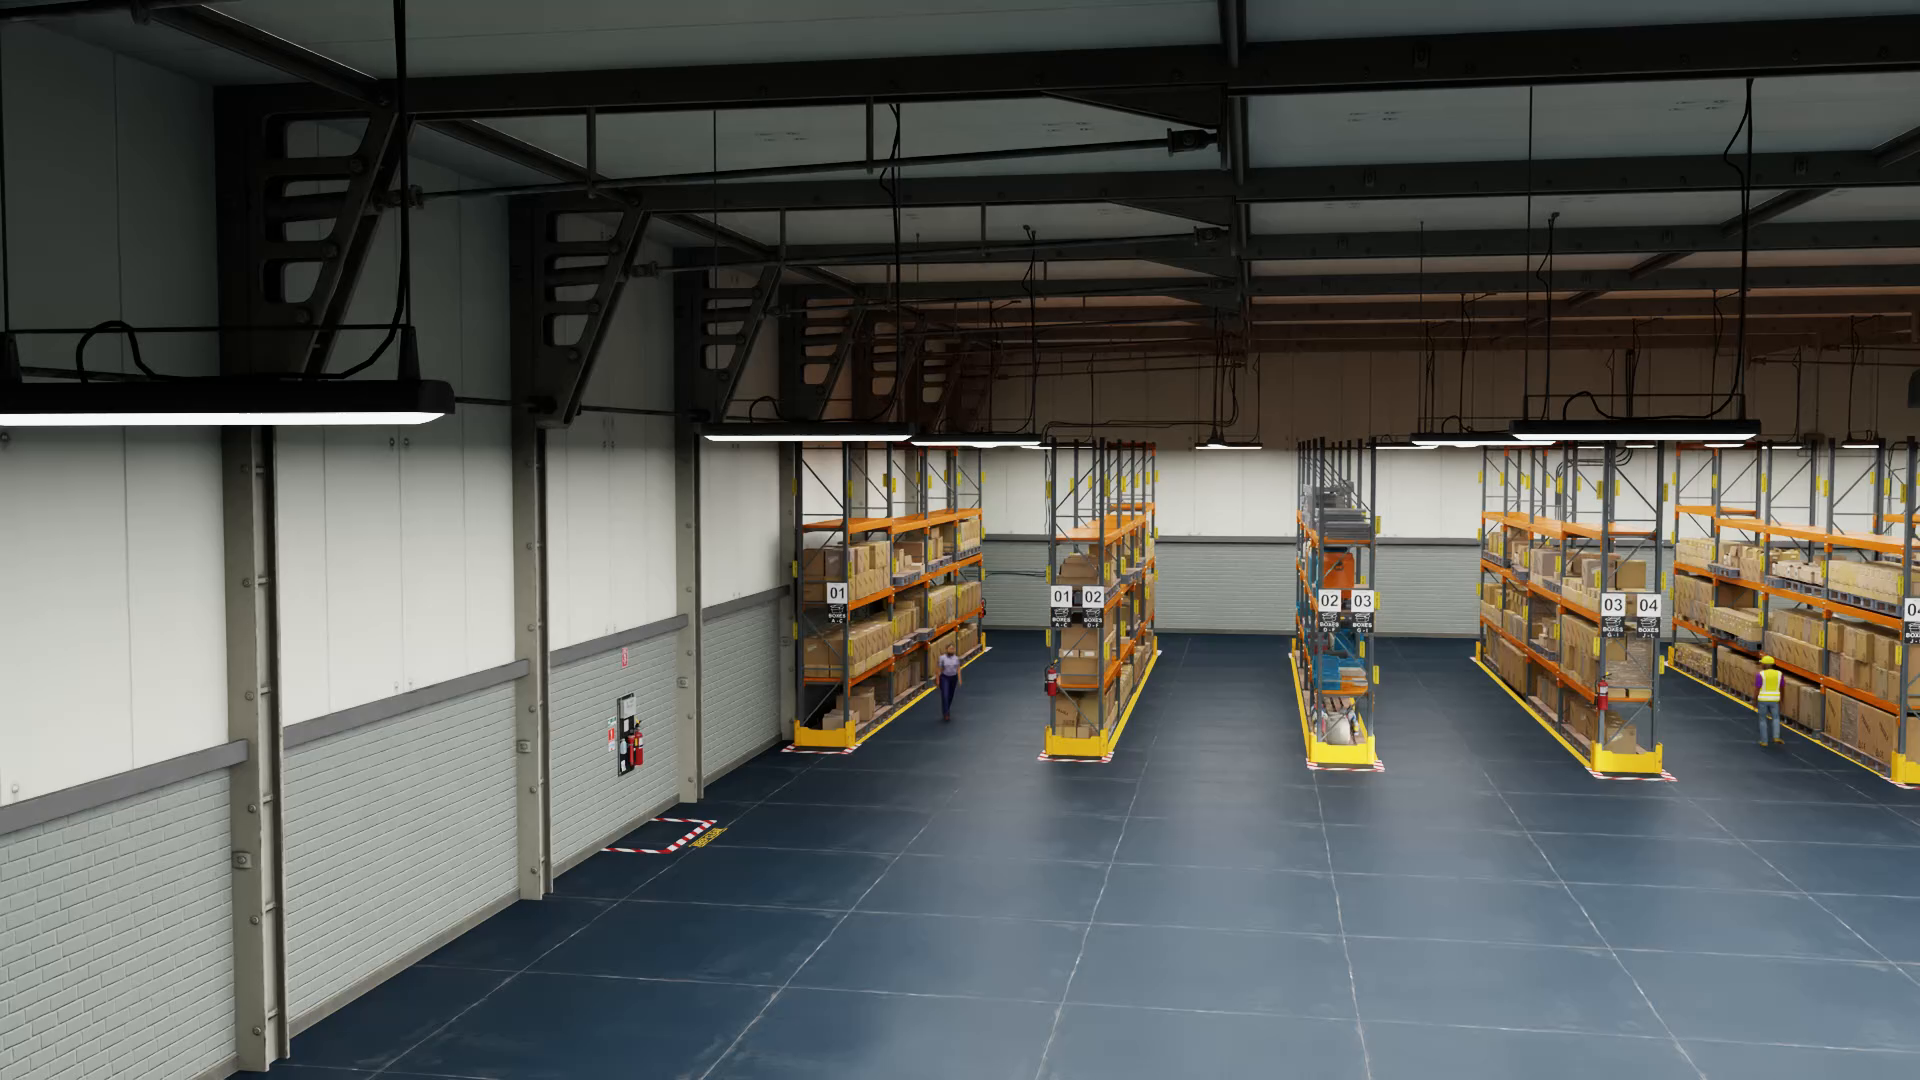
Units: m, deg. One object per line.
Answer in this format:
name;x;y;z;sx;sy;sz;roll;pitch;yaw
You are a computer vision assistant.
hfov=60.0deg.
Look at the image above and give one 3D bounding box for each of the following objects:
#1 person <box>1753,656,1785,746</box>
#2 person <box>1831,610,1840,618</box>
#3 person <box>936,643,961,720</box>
person;15.725;3.135;32.337;0.573;1.765;0.535;1;3;11
person;23.311;2.535;44.572;0.526;1.614;0.937;1;3;26
person;-0.239;3.019;35.618;0.547;1.611;0.856;-2;3;-28
